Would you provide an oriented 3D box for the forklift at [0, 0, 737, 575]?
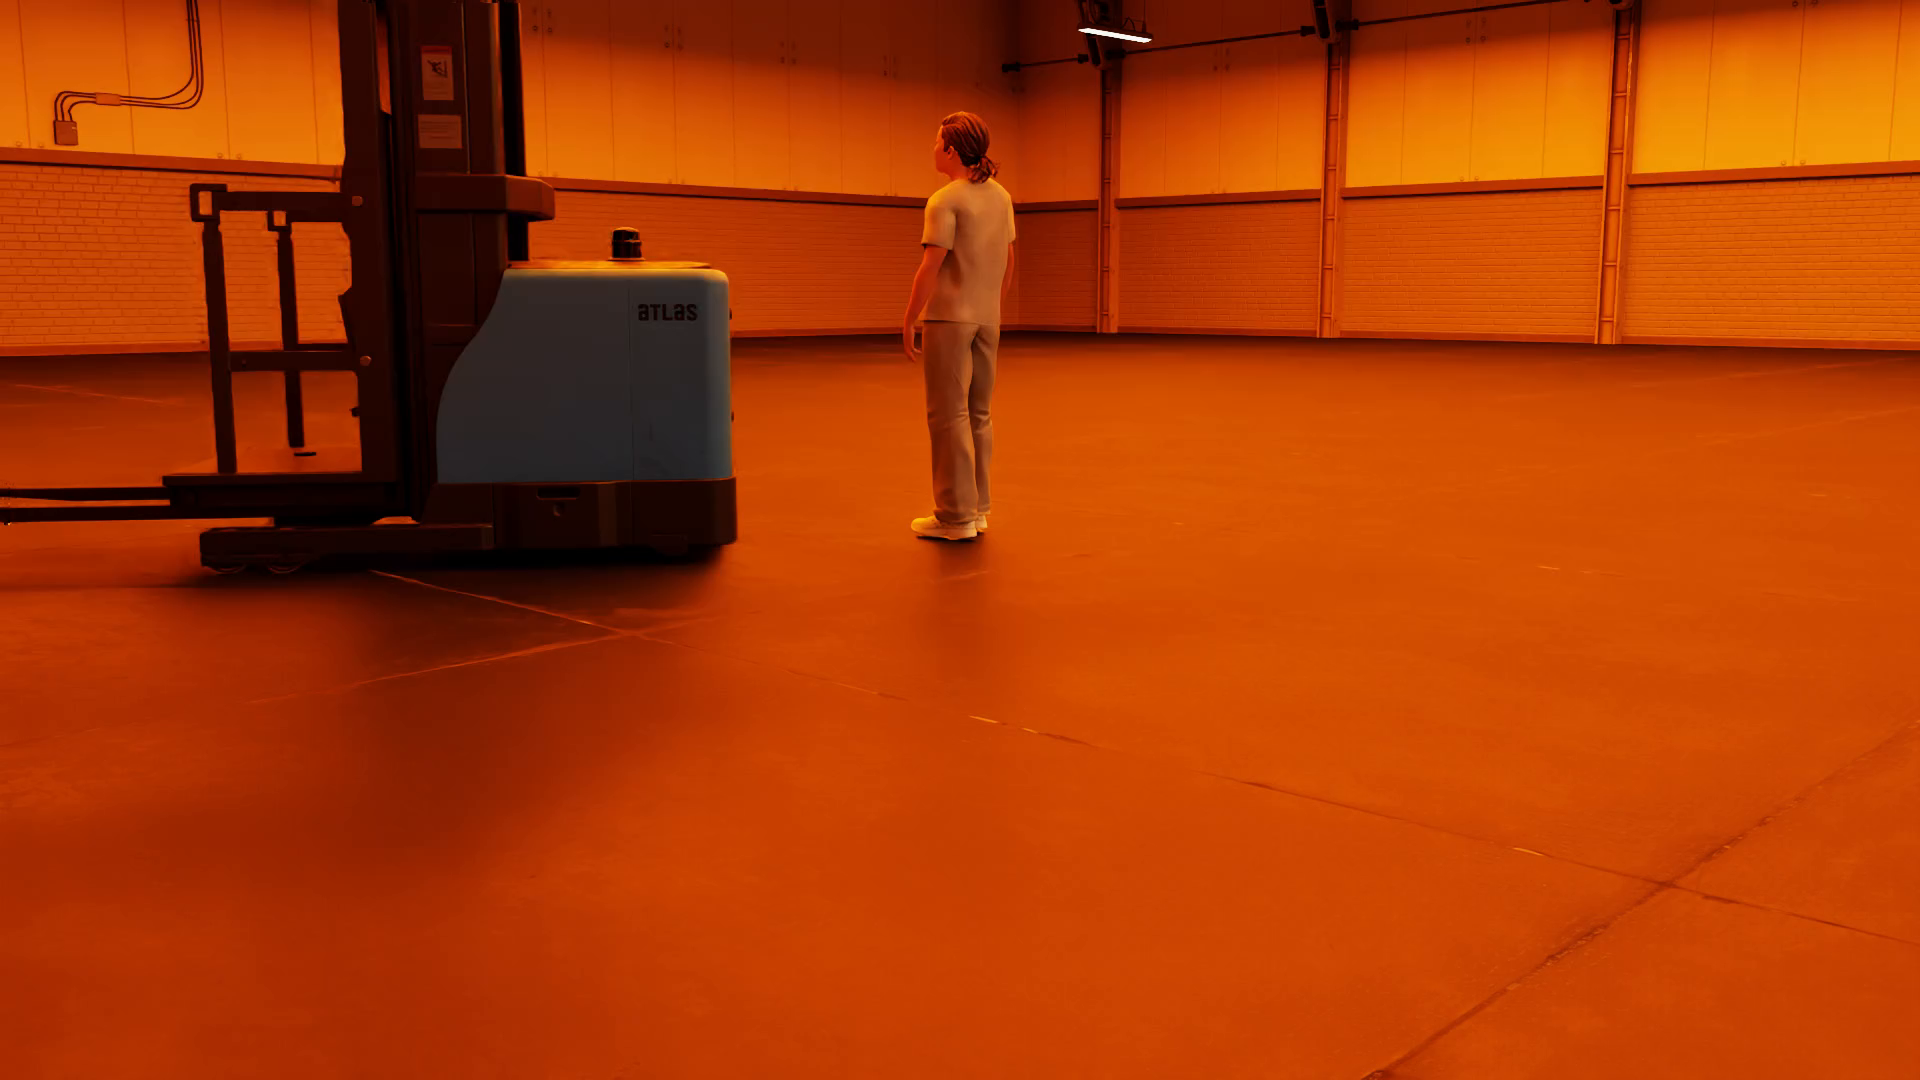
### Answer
[{"bbox_3d":[-2.395,-1.409,6.232,3.031,2.935,1.130,-1,9,-8],"label":"forklift"}]

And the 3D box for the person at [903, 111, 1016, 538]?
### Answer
[{"bbox_3d":[-0.044,-0.845,6.652,0.548,1.674,0.549,8,12,43],"label":"person"}]
